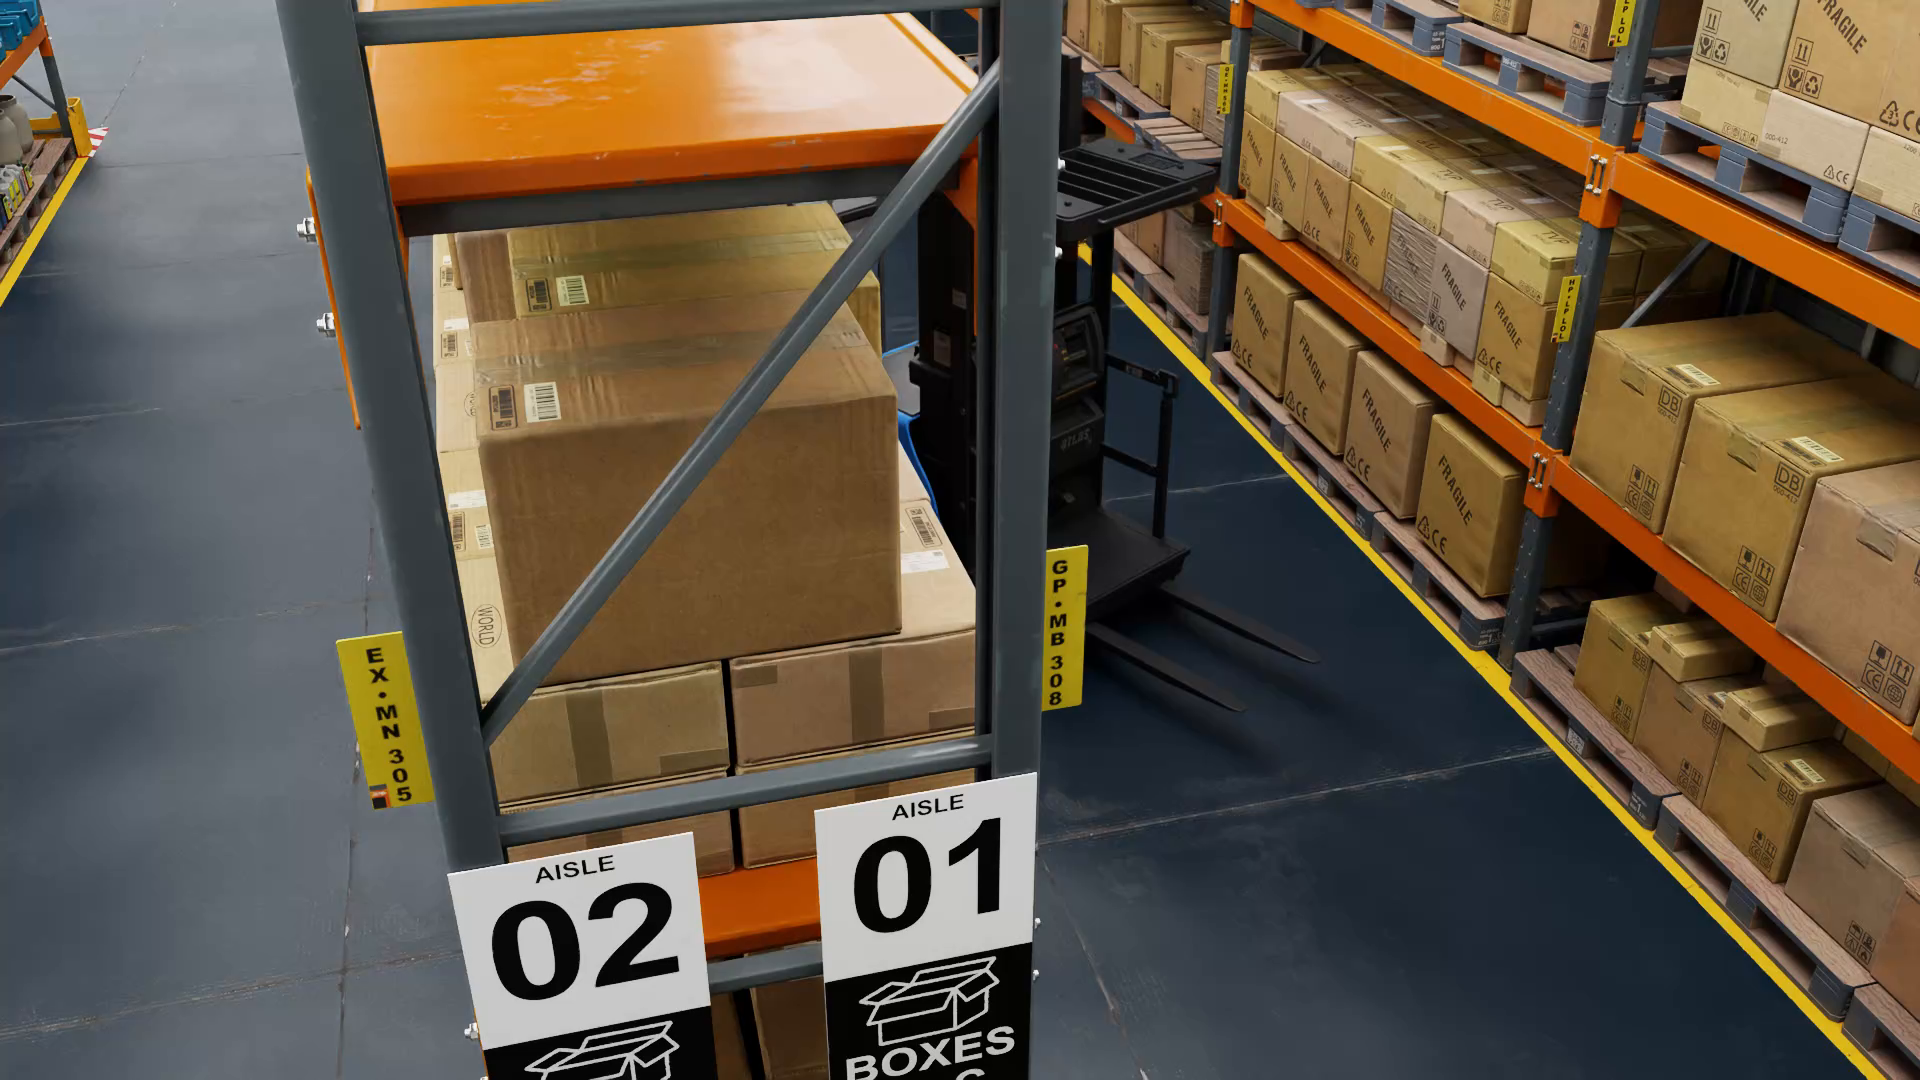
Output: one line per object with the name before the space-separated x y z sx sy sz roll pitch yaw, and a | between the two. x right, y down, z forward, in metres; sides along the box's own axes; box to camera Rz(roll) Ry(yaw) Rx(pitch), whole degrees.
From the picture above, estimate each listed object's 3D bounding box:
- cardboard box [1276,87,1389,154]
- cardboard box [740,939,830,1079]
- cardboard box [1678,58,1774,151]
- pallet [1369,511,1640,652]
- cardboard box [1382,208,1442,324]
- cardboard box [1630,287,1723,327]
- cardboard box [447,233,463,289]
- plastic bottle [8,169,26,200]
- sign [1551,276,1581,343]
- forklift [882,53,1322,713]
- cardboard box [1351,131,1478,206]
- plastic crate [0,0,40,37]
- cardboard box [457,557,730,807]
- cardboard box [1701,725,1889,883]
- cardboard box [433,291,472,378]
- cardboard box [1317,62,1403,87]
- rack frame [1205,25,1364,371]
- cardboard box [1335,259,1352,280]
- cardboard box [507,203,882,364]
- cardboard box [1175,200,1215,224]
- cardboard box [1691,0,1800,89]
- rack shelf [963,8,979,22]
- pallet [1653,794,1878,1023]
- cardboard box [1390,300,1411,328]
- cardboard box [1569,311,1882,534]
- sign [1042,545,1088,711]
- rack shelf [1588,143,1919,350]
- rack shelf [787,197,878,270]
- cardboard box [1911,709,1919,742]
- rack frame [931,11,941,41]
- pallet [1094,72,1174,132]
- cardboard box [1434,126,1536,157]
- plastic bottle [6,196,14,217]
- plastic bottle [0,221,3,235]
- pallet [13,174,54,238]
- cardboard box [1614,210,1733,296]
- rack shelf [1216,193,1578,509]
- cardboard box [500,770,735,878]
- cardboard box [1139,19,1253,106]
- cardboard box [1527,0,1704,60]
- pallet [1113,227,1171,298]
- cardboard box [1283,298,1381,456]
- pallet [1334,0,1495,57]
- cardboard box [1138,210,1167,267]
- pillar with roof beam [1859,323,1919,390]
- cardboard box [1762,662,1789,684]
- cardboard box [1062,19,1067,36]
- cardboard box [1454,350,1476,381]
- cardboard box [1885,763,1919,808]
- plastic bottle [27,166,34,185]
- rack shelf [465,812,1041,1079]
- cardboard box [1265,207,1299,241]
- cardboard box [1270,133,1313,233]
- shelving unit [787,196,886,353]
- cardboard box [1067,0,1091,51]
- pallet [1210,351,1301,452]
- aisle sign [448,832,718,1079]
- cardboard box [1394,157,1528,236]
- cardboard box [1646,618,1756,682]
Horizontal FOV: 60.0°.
cardboard box | 2.310 -2.612 10.334 0.500 0.250 0.500 -8 31 -14
cardboard box | -0.221 1.179 3.851 0.500 0.500 0.500 -7 31 -12
cardboard box | 3.285 -1.777 6.693 0.500 0.250 0.500 -8 31 -13
pallet | 3.079 0.157 9.500 1.003 0.211 1.213 -8 31 -13
cardboard box | 2.721 -1.547 9.242 0.500 0.500 0.500 -8 31 -13
cardboard box | 3.477 -1.124 8.512 0.500 0.500 0.500 -9 31 -15
cardboard box | -1.118 -1.071 4.744 0.700 0.500 0.500 -8 31 -13
plastic bottle | -8.393 -3.157 14.720 0.152 0.276 0.135 -9 31 -15
sign | 2.836 -1.078 7.772 0.100 0.325 0.005 -8 31 -13
forklift | 0.565 -0.901 8.612 1.130 2.935 3.031 -26 39 -37
cardboard box | 2.588 -2.125 9.493 0.500 0.250 0.500 -8 31 -14
plastic crate | -8.959 -4.900 15.600 0.499 0.251 0.616 -8 31 -13
cardboard box | -0.739 0.241 3.227 0.500 0.250 0.500 -8 31 -13
cardboard box | 3.720 1.079 7.199 0.700 0.500 0.500 -7 31 -12
cardboard box | -1.140 -0.483 4.478 0.500 0.250 0.500 -8 31 -13
cardboard box | 2.665 -2.940 10.901 0.500 0.250 0.500 -7 31 -12
rack frame | 2.295 -2.619 11.512 1.000 3.000 0.127 -8 31 -13
cardboard box | 2.527 -1.712 10.175 0.380 0.149 0.250 -7 31 -13
cardboard box | -0.560 -0.368 3.530 0.700 0.500 0.500 -8 31 -13
cardboard box | 1.962 -2.677 12.919 0.500 0.250 0.500 -7 31 -12
cardboard box | 3.275 -2.089 6.483 0.500 0.500 0.500 -8 31 -14
rack shelf | 0.702 -5.206 16.699 1.077 0.370 4.000 -8 31 -13
pallet | 3.810 1.487 7.201 1.003 0.211 1.213 -8 31 -13
cardboard box | 2.699 -1.333 9.520 0.380 0.149 0.250 -9 31 -15
cardboard box | 3.484 -0.553 7.643 0.980 0.700 0.700 -7 31 -13
sign | 0.166 0.156 2.850 0.100 0.325 0.005 -8 31 -13
rack shelf | 3.887 -0.708 5.935 1.077 0.370 4.000 -8 31 -13
rack shelf | -0.754 -1.737 9.517 0.431 0.518 0.480 -26 39 -37
cardboard box | 4.069 0.520 5.790 0.980 0.700 0.700 -8 31 -14
rack frame | 0.171 -6.483 18.188 1.000 3.000 0.127 -8 31 -13
pallet | 1.730 -3.487 13.203 1.003 0.211 1.213 -8 31 -13
cardboard box | 3.068 -2.195 9.615 0.500 0.250 0.500 -9 31 -14
plastic bottle | -8.236 -2.889 14.333 0.097 0.201 0.097 0 30 0
plastic bottle | -8.133 -2.723 13.897 0.144 0.351 0.185 -7 31 -12
pallet | -8.784 -2.948 14.863 1.003 0.211 1.213 -8 31 -13
cardboard box | 3.485 -1.450 8.326 0.500 0.250 0.500 -7 31 -12
rack shelf | 2.825 -1.342 10.024 1.077 0.370 4.000 -8 31 -13
cardboard box | -0.748 0.458 3.350 0.500 0.250 0.500 -8 31 -13
cardboard box | 1.808 -3.678 12.802 0.700 0.500 0.500 -8 31 -13
cardboard box | 3.229 -2.659 8.048 0.700 0.500 0.500 -10 31 -16
pallet | 1.768 -2.378 13.879 1.003 0.211 1.213 -8 31 -13
cardboard box | 2.590 -1.074 10.570 0.750 0.750 0.750 -8 31 -14
pallet | 2.816 -2.992 9.351 1.003 0.211 1.213 -6 31 -11
cardboard box | 1.869 -2.569 13.482 0.700 0.500 0.500 -8 31 -14
pillar with roof beam | 0.225 -2.489 5.297 9.100 9.000 0.400 -8 31 -13
cardboard box | 3.821 0.592 7.393 0.380 0.149 0.250 -9 31 -15
cardboard box | 0.815 -4.684 15.208 0.500 0.250 0.500 -8 31 -13
cardboard box | 2.879 -0.963 8.881 0.380 0.149 0.250 -7 31 -12
cardboard box | 4.023 0.961 6.756 0.380 0.149 0.250 -8 31 -13
plastic bottle | -8.470 -3.317 15.071 0.097 0.201 0.097 0 30 0
rack shelf | -0.888 -0.048 4.794 1.077 0.370 4.000 -8 31 -13
cardboard box | 2.206 -2.067 10.789 0.380 0.149 0.250 -7 31 -12
cardboard box | 2.307 -2.277 10.505 0.500 0.500 0.500 -7 31 -12
shelving unit | -0.754 -1.143 9.861 0.431 2.100 0.503 -26 39 -37
cardboard box | 1.335 -4.535 14.282 0.700 0.500 0.500 -8 31 -13
pallet | 2.431 -1.022 11.536 1.003 0.211 1.213 -8 31 -13
aisle sign | -0.634 0.853 2.917 0.394 0.787 0.004 -8 31 -13
cardboard box | 2.724 -1.879 9.068 0.500 0.250 0.500 -7 31 -12
cardboard box | 3.371 0.496 7.558 0.380 0.149 0.250 -7 31 -12
